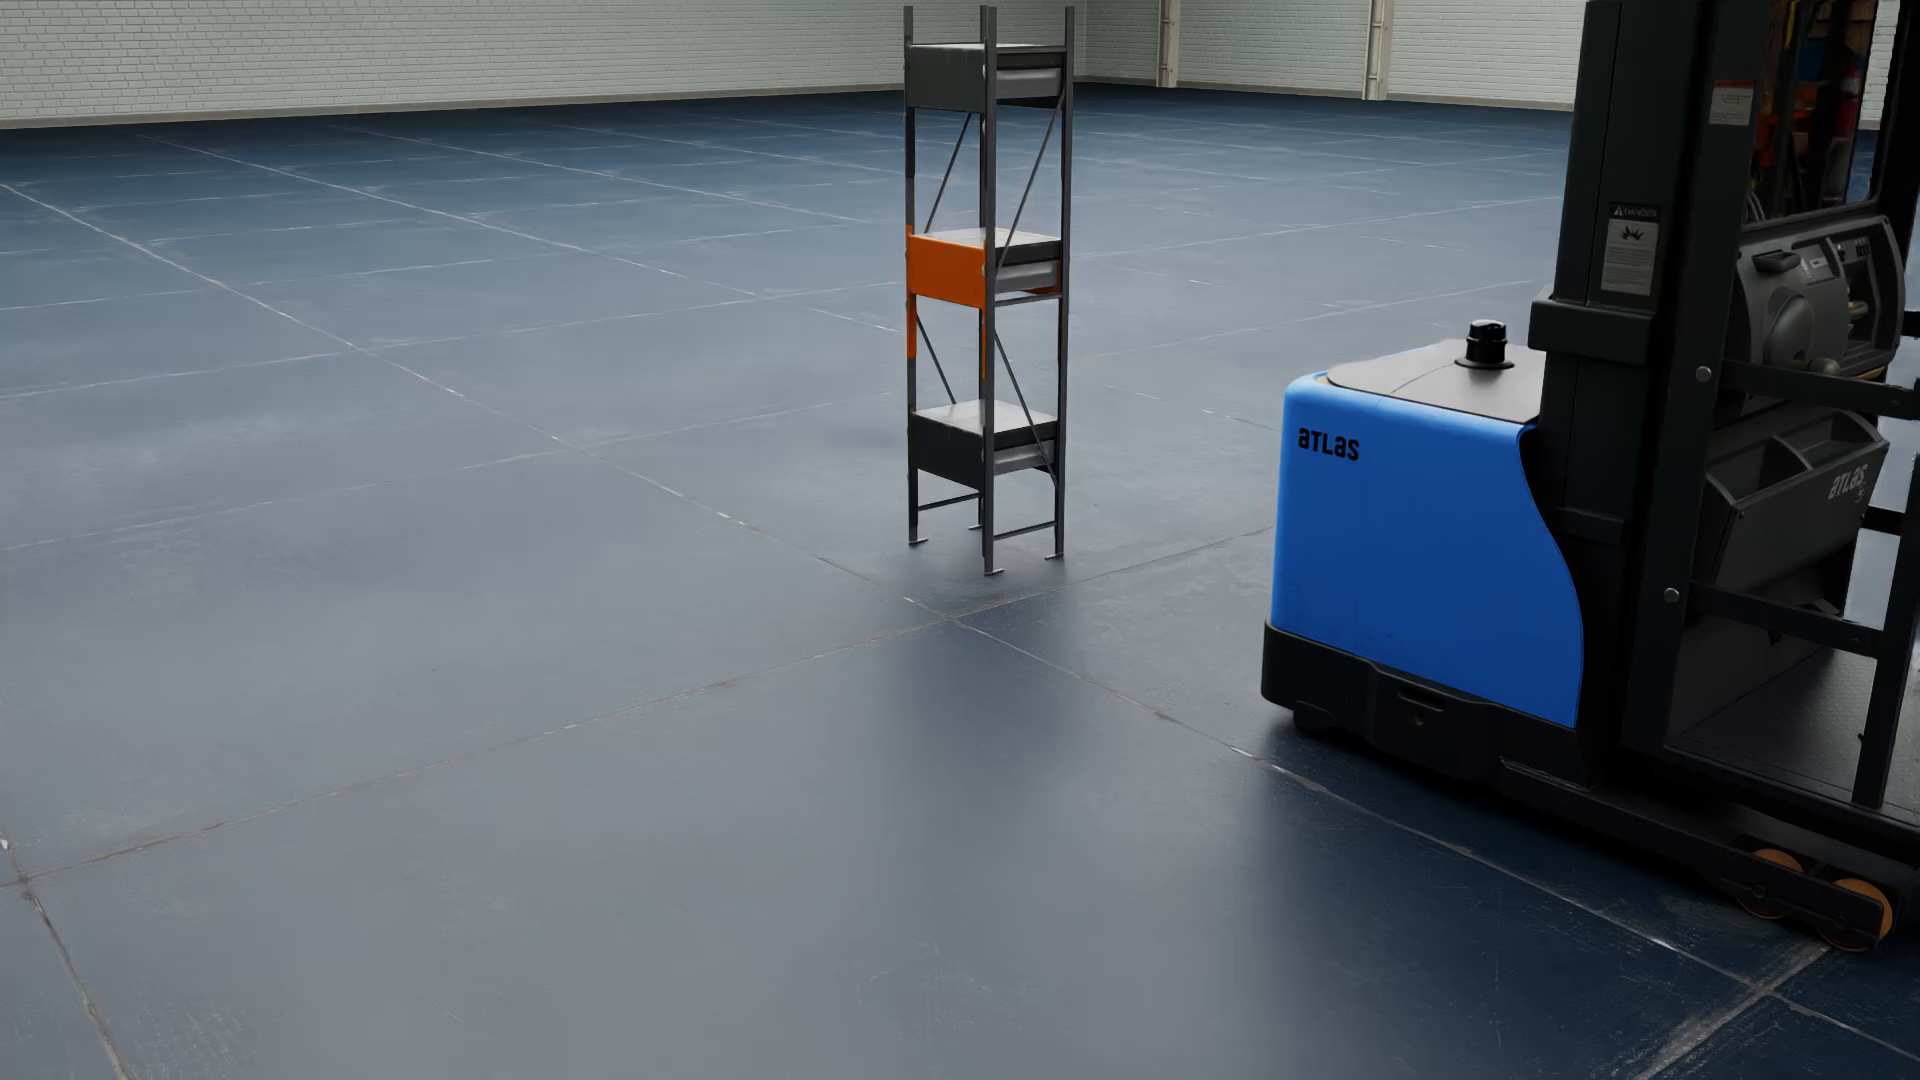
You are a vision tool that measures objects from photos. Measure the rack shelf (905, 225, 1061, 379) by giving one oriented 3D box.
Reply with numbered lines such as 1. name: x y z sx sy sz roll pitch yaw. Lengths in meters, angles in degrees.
1. rack shelf: 0.103 -0.943 6.414 0.431 0.518 0.480 -14 23 -36

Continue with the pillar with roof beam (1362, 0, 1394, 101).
1. pillar with roof beam: 5.159 -12.499 30.292 9.100 9.000 0.400 -14 23 -36

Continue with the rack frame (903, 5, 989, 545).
1. rack frame: -0.049 -1.016 6.591 0.400 2.100 0.015 -14 23 -36

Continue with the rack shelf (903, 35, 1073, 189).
1. rack shelf: 0.103 -1.608 6.193 0.431 0.518 0.480 -14 23 -36

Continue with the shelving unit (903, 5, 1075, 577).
1. shelving unit: 0.103 -0.956 6.409 0.431 2.100 0.503 -14 23 -36

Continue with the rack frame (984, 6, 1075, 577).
1. rack frame: 0.254 -0.896 6.228 0.400 2.100 0.015 -14 23 -36

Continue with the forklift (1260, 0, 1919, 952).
1. forklift: 2.295 -0.601 4.014 1.130 2.935 3.031 -16 24 -39

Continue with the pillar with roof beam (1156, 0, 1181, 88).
1. pillar with roof beam: 1.434 -13.977 34.757 9.100 9.000 0.400 -14 23 -36

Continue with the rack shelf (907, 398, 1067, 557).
1. rack shelf: 0.103 -0.279 6.634 0.431 0.518 0.480 -14 23 -36
